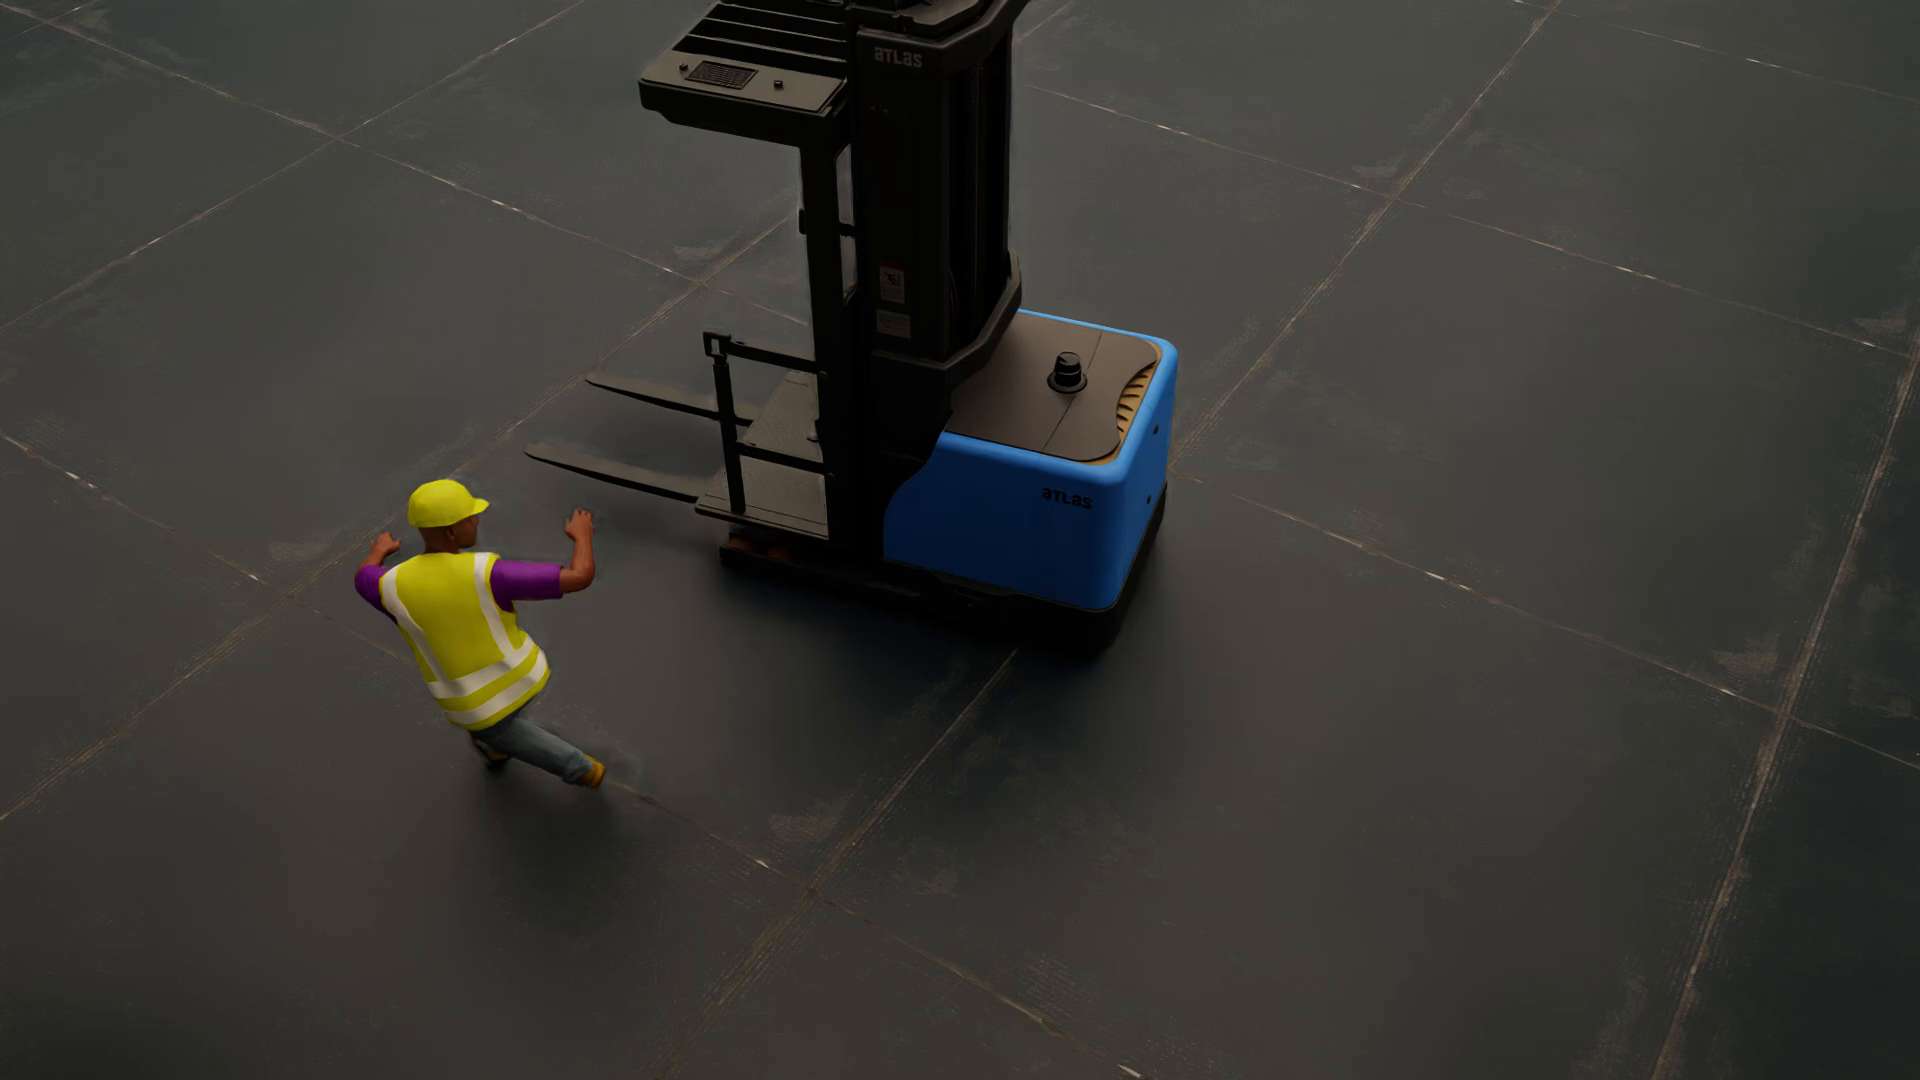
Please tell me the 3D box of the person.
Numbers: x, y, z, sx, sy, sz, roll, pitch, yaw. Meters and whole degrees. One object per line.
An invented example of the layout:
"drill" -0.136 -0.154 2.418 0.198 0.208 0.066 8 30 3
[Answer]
"person" -1.840 0.292 6.594 0.893 1.501 1.143 -26 49 -25

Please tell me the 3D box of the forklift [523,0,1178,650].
"forklift" -0.595 -1.197 7.111 3.031 2.935 1.130 14 45 14
